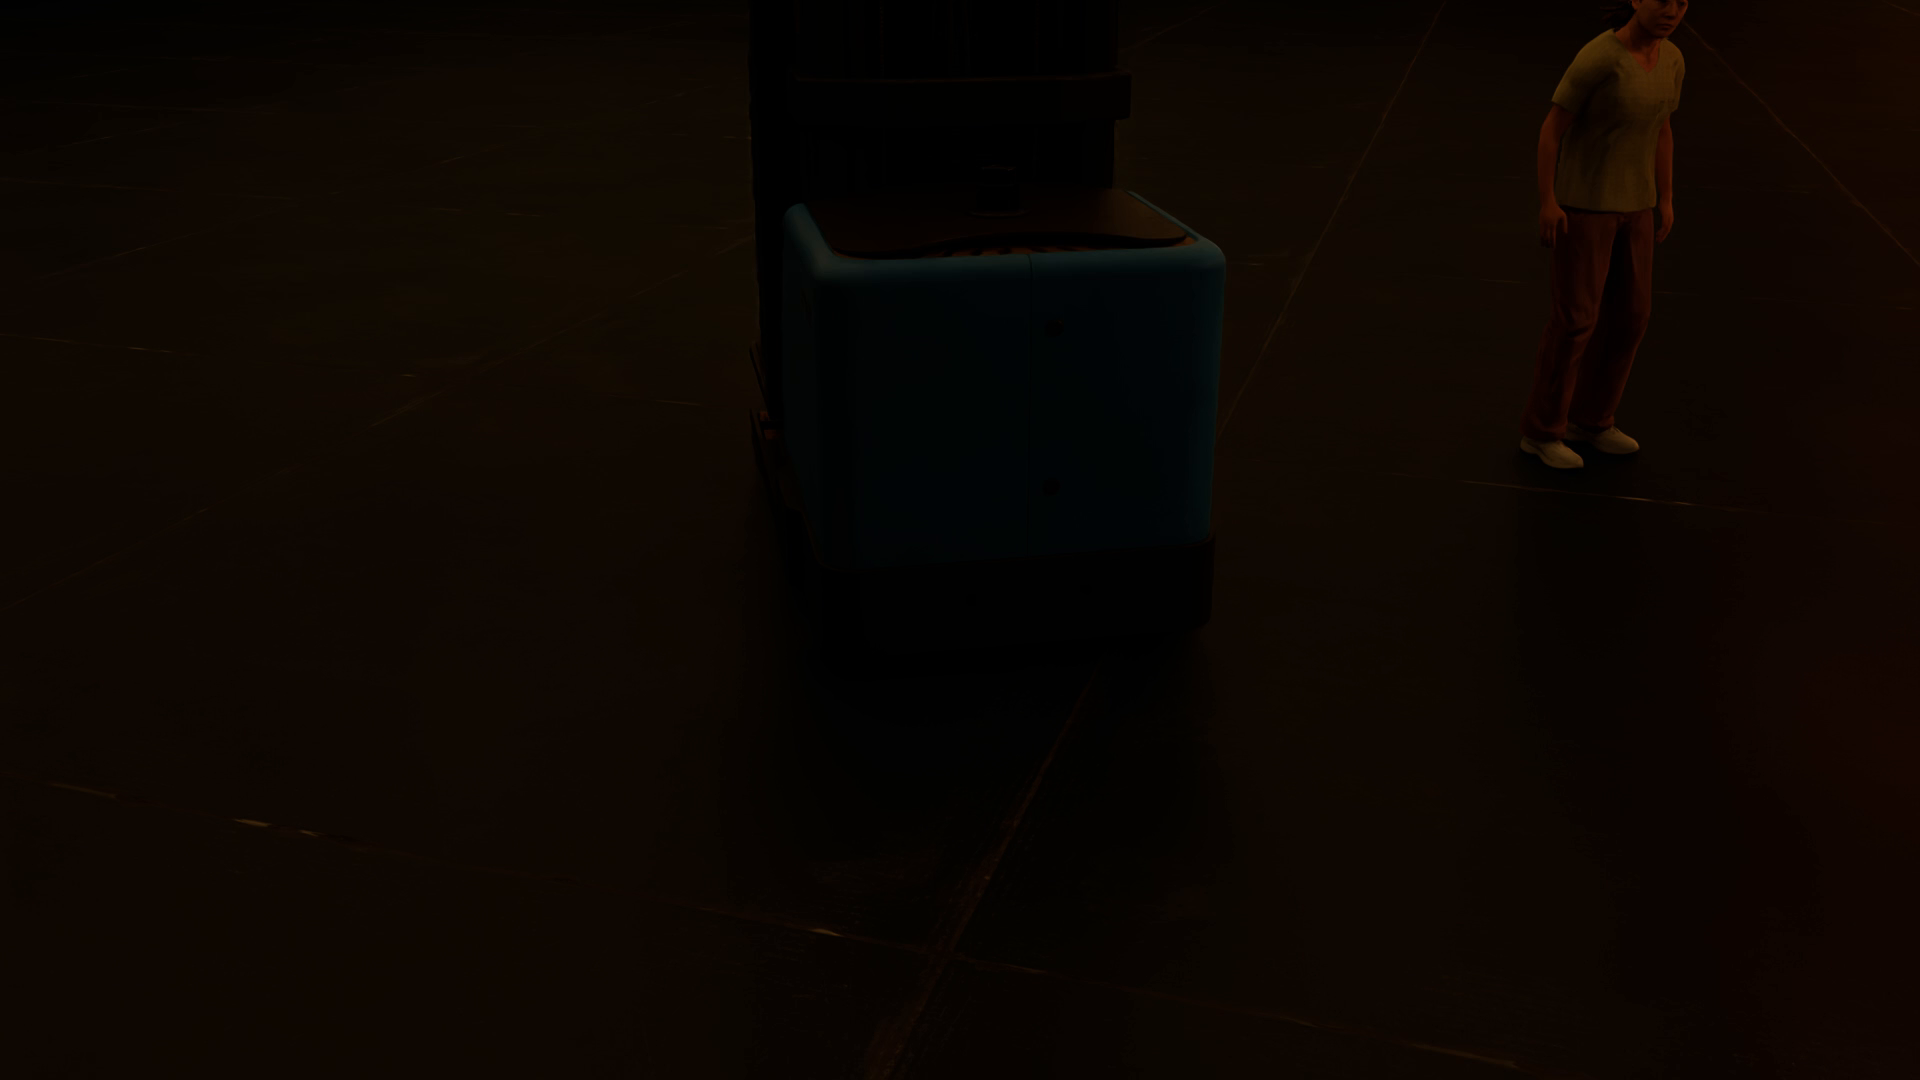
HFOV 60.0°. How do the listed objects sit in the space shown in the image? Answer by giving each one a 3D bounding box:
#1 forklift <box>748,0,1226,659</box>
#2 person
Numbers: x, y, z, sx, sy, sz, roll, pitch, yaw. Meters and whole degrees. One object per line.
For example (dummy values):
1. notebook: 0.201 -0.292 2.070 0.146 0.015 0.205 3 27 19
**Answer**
1. forklift: -0.121 -1.586 5.121 1.130 2.935 3.031 -4 23 -10
2. person: 2.185 -1.084 5.560 0.557 1.670 0.387 -9 24 -21
